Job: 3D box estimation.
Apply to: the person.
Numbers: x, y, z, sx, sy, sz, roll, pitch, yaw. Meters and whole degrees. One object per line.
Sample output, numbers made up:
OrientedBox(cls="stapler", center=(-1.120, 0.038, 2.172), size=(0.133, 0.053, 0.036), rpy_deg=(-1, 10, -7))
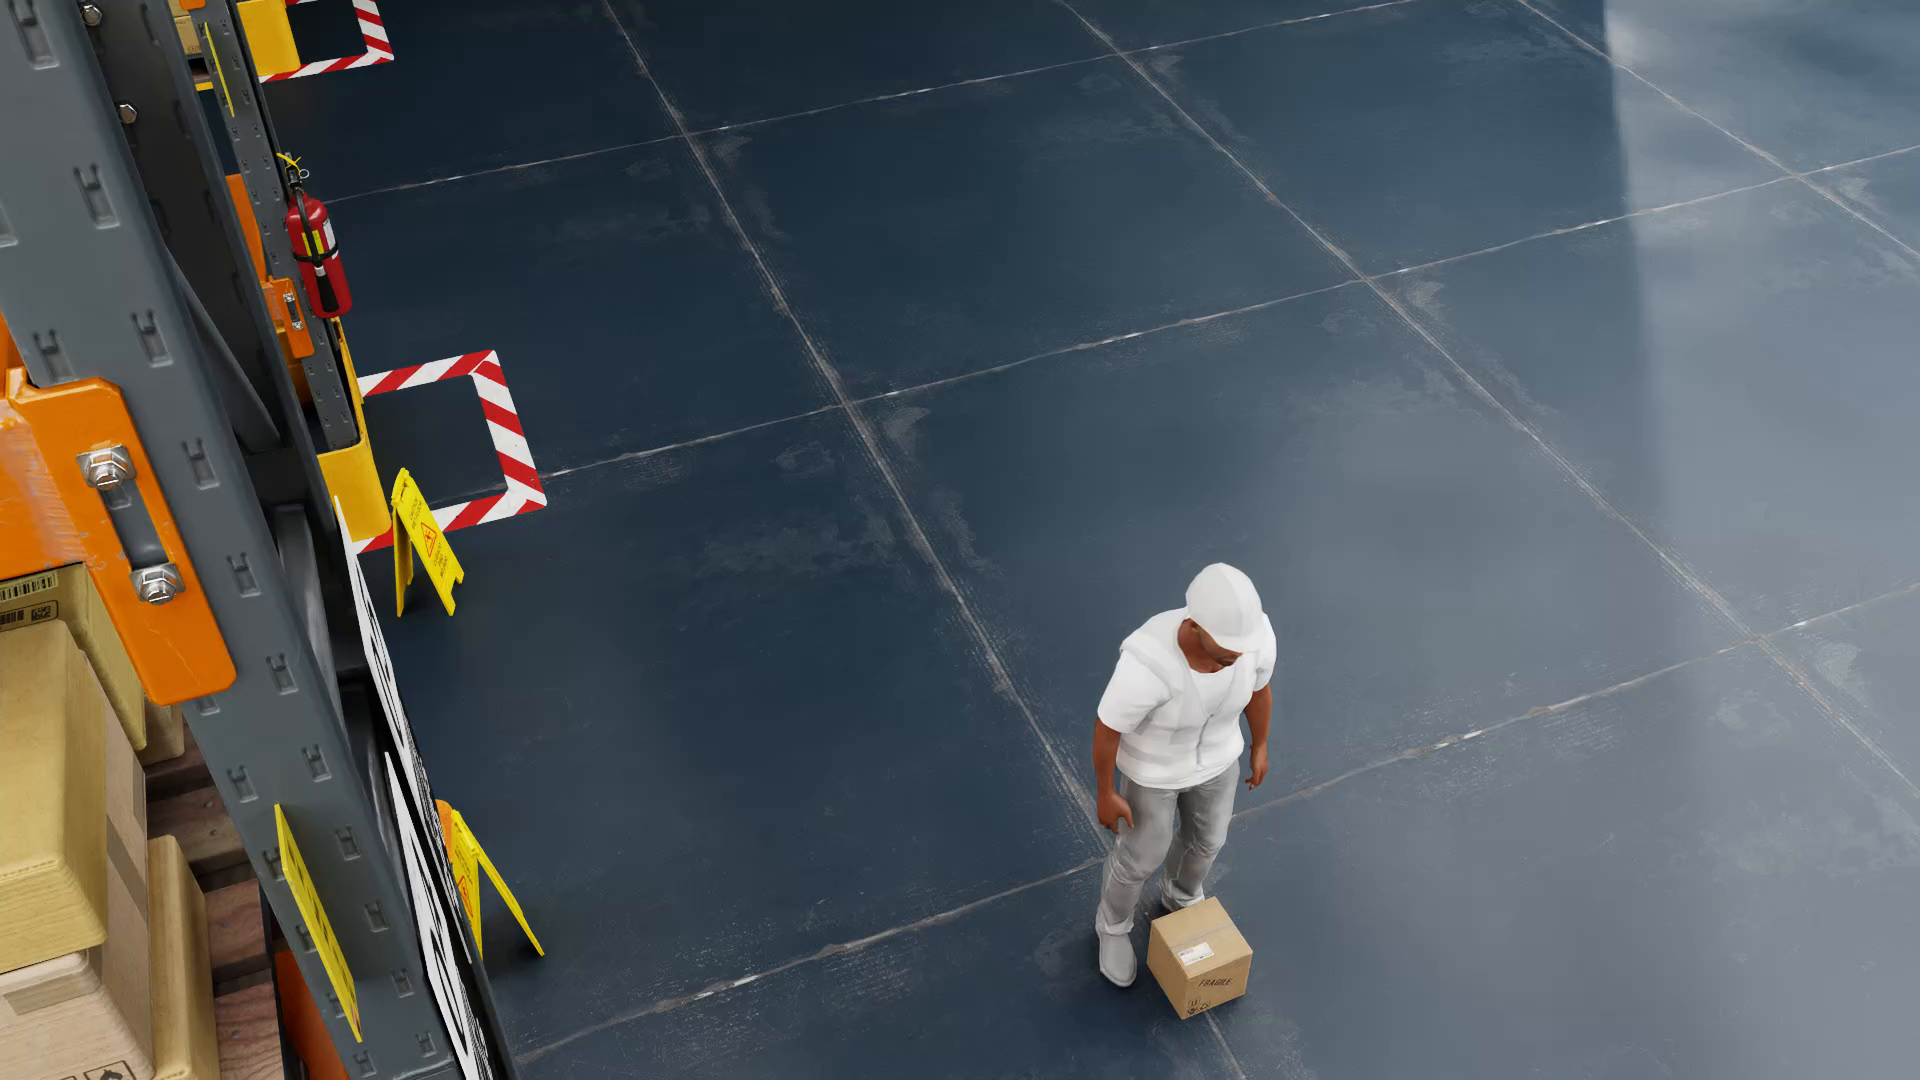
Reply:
OrientedBox(cls="person", center=(0.717, 0.727, 5.324), size=(0.627, 1.761, 0.460), rpy_deg=(-16, 44, -17))
